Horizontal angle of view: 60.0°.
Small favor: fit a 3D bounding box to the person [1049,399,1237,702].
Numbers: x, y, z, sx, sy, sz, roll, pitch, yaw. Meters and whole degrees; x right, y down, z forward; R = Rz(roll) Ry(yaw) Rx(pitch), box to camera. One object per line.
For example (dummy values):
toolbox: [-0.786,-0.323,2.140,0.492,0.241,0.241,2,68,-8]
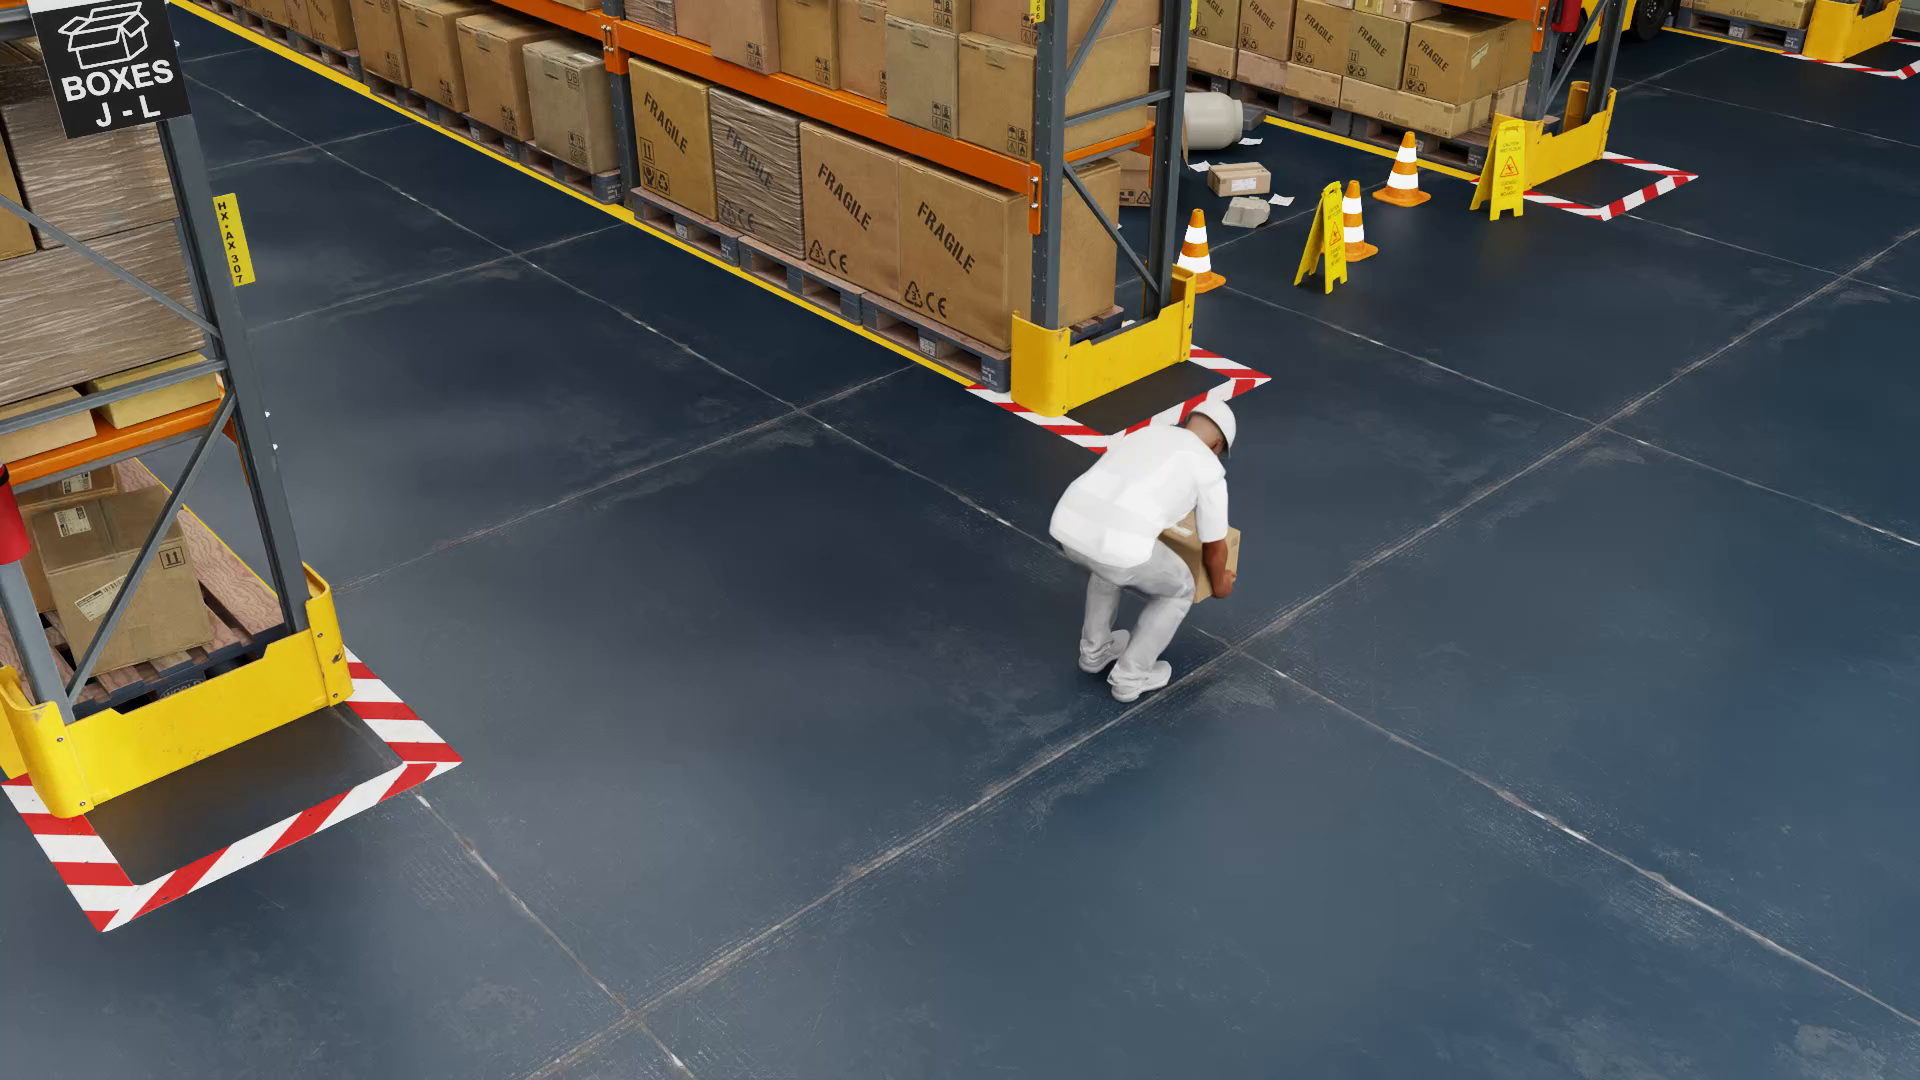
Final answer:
person: [0.766,0.034,6.737,0.518,1.054,0.966,27,41,37]
